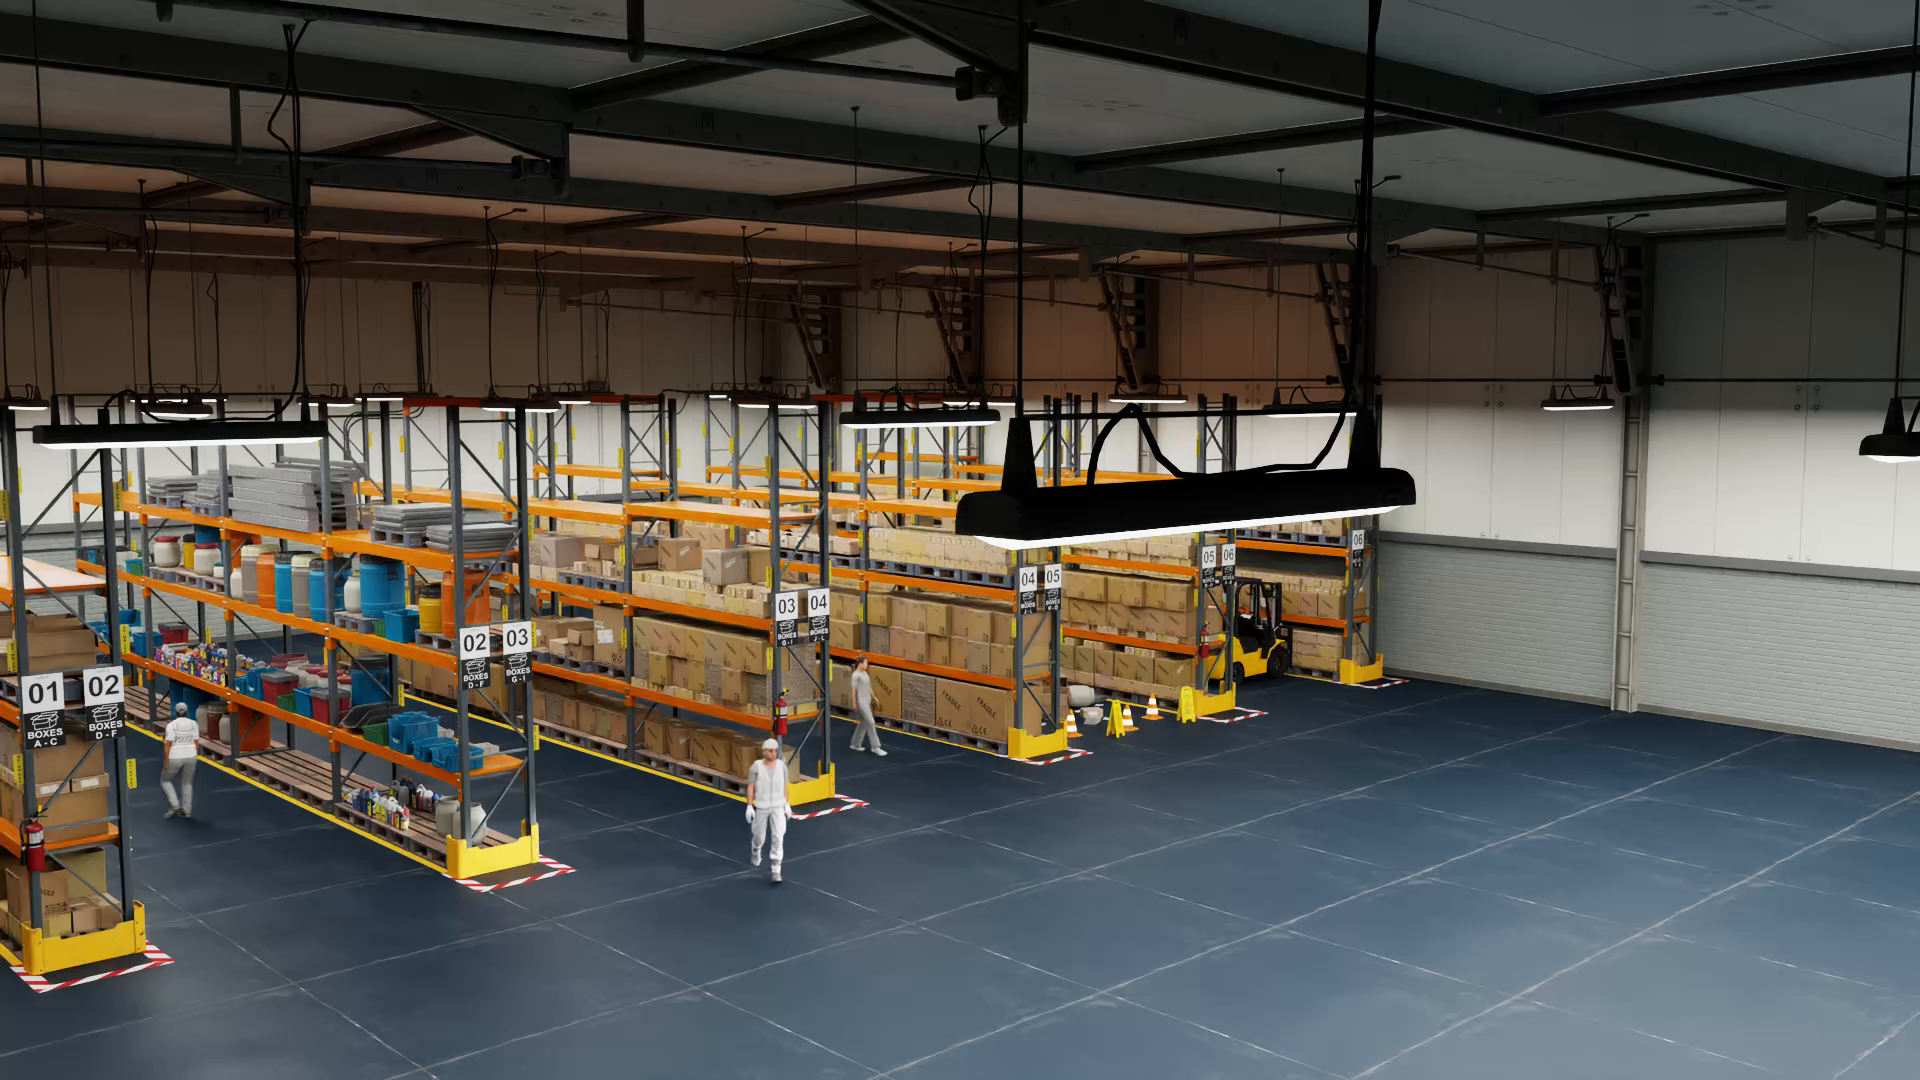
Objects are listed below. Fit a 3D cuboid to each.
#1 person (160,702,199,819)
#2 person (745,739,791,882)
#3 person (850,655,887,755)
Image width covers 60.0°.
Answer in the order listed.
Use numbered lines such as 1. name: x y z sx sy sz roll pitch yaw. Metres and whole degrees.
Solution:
1. person: -11.260 3.179 24.002 0.428 1.664 0.551 5 8 45
2. person: -2.447 3.397 21.154 0.604 1.771 0.879 -2 6 -17
3. person: -1.547 2.791 28.242 0.773 1.681 0.465 2 6 20
